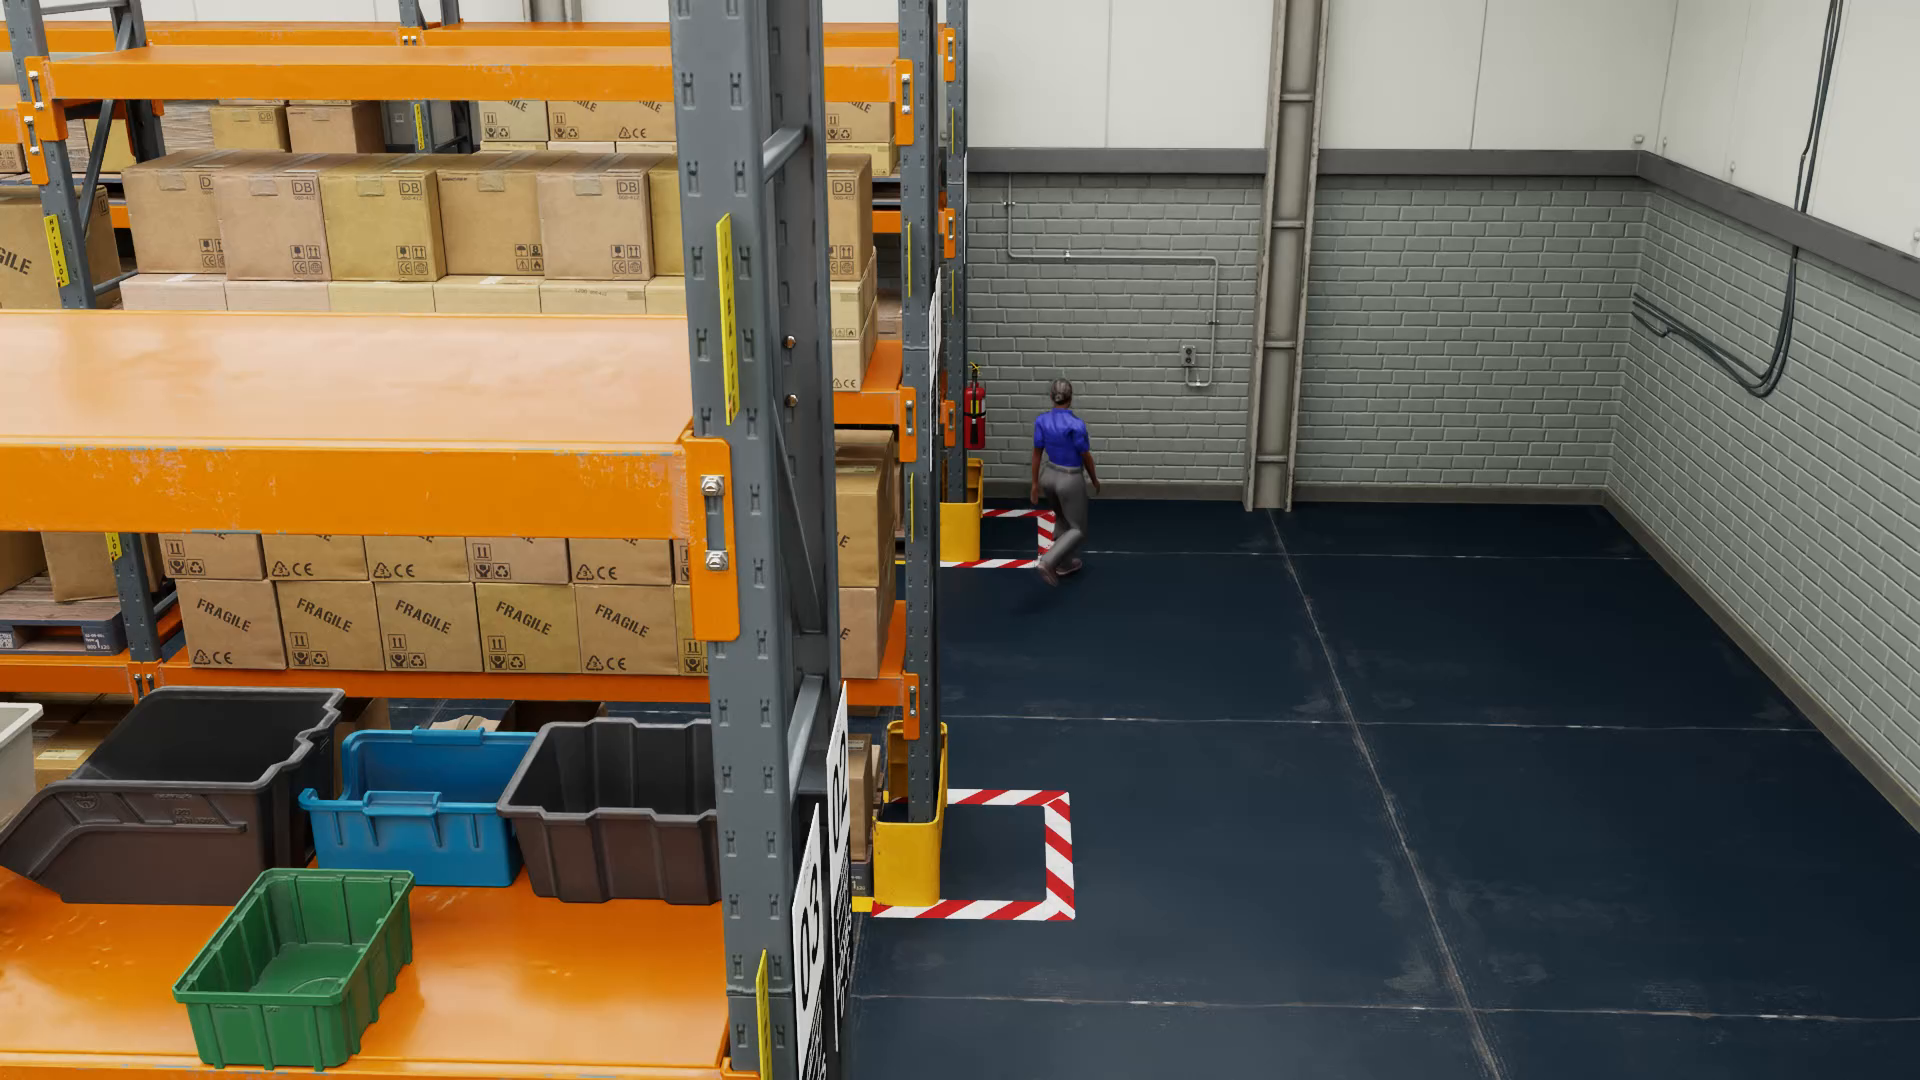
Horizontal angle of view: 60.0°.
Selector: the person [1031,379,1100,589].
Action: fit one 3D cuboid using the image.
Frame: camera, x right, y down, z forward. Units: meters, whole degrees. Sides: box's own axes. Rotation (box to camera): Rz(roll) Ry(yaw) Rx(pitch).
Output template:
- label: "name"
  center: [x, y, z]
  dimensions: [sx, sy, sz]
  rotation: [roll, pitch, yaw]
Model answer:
- label: "person"
  center: [0.763, -0.432, 12.675]
  dimensions: [0.447, 1.618, 0.783]
  rotation: [18, 27, 38]
